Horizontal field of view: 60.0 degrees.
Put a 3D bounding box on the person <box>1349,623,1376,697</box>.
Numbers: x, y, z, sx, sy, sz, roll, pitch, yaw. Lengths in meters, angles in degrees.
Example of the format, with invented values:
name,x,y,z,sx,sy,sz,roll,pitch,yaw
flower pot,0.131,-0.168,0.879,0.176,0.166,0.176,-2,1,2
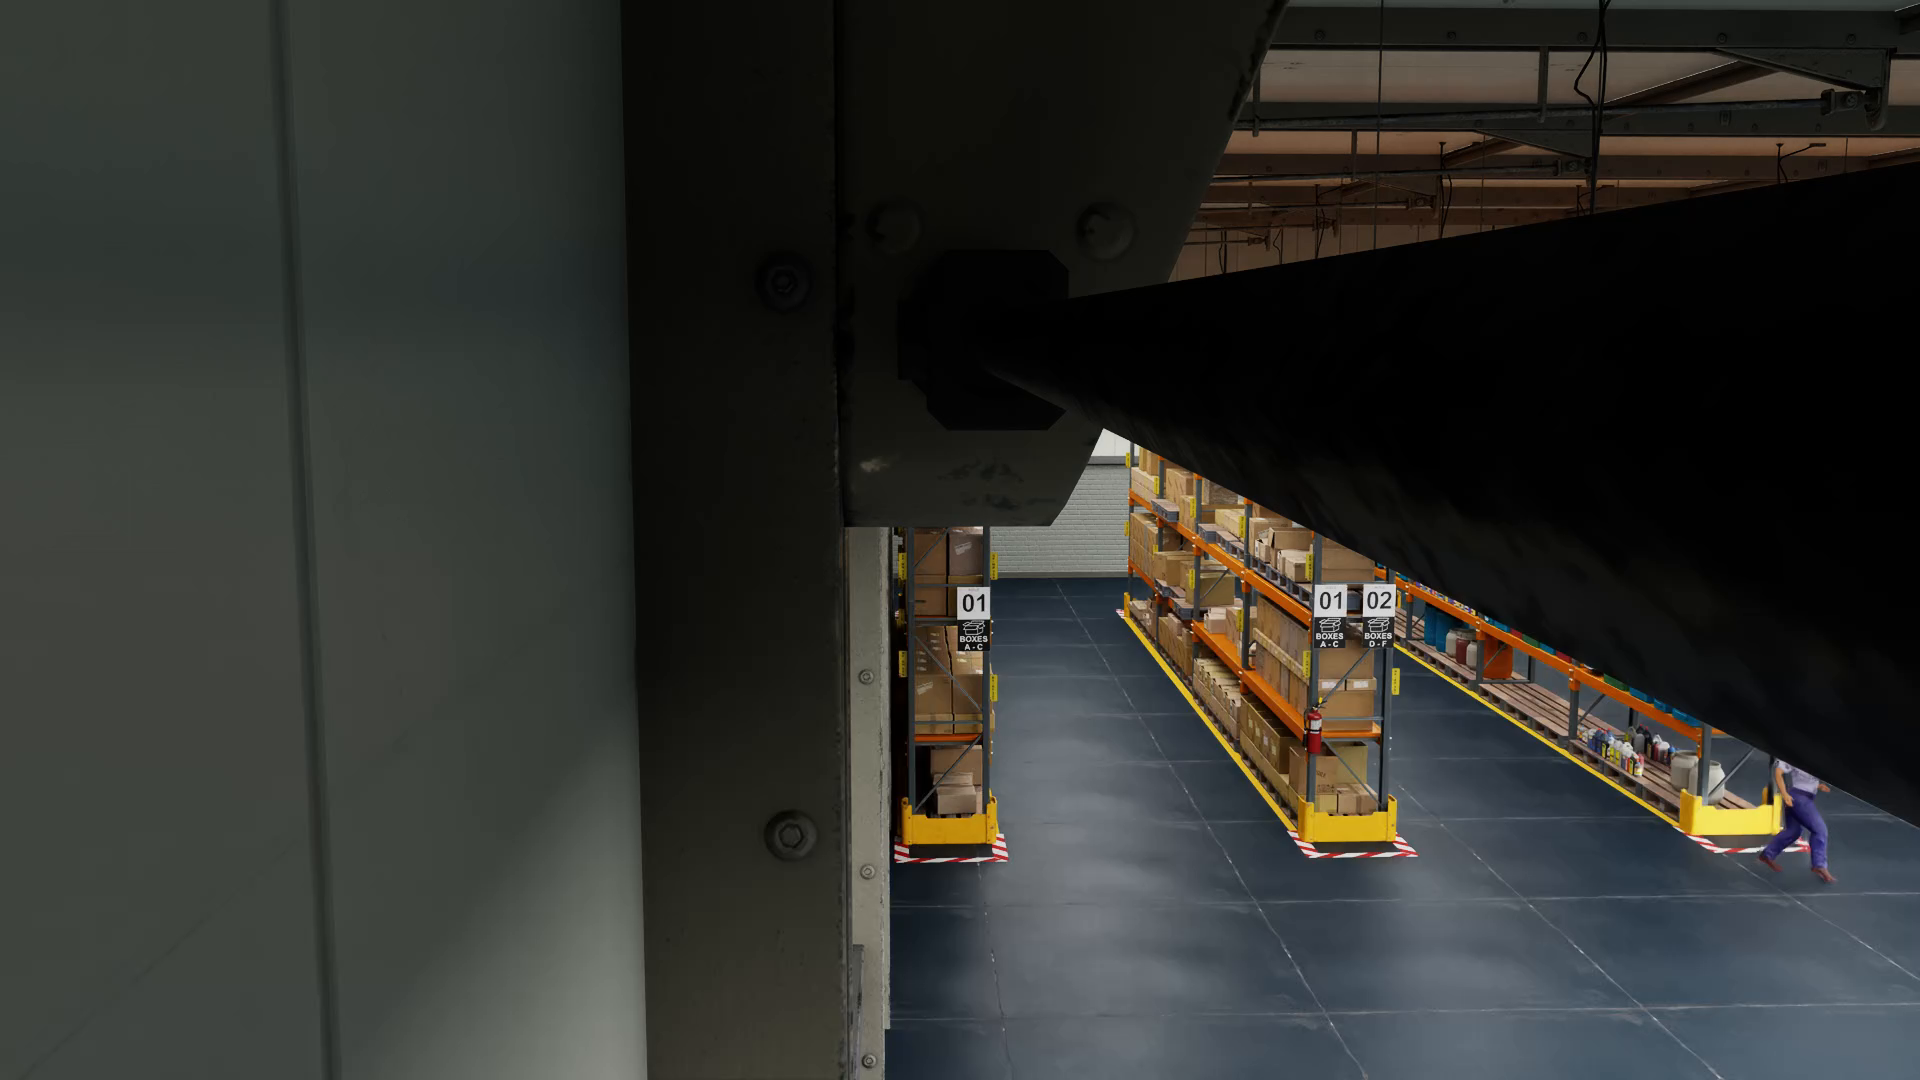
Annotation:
name,x,y,z,sx,sy,sz,roll,pitch,yaw
person,6.968,1.748,28.831,0.646,1.809,0.804,-1,7,-11

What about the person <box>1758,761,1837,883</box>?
name,x,y,z,sx,sy,sz,roll,pitch,yaw
person,9.762,3.073,19.265,0.815,1.629,0.599,4,9,31
